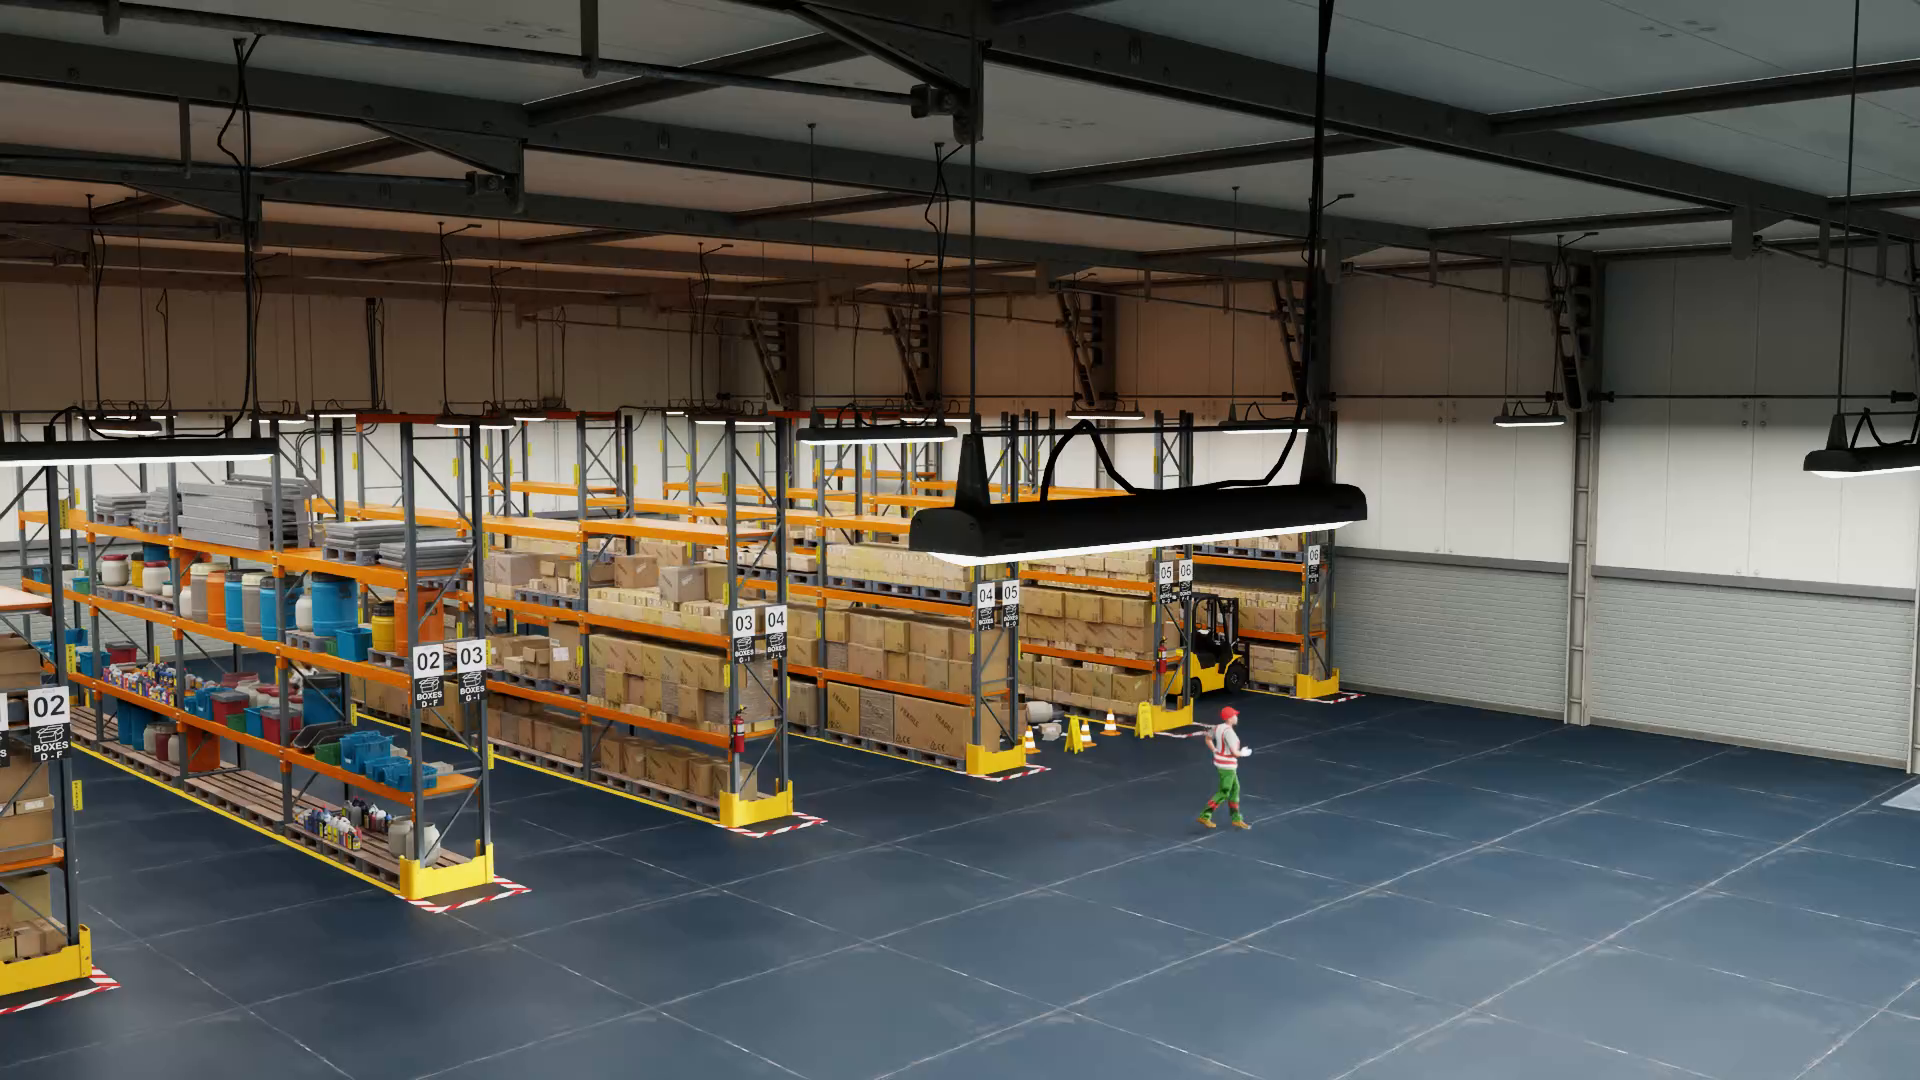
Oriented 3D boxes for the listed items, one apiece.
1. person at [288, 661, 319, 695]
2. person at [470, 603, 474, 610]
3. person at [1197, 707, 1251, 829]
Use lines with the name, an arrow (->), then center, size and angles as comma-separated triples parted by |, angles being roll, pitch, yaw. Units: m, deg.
person -> -11.749, 2.873, 29.981 | 0.924, 1.675, 0.583 | 3, 6, 34
person -> -10.869, 2.255, 37.139 | 0.672, 1.736, 0.608 | -3, 6, -34
person -> 3.849, 3.332, 24.199 | 0.854, 1.829, 0.668 | -1, 5, -8
